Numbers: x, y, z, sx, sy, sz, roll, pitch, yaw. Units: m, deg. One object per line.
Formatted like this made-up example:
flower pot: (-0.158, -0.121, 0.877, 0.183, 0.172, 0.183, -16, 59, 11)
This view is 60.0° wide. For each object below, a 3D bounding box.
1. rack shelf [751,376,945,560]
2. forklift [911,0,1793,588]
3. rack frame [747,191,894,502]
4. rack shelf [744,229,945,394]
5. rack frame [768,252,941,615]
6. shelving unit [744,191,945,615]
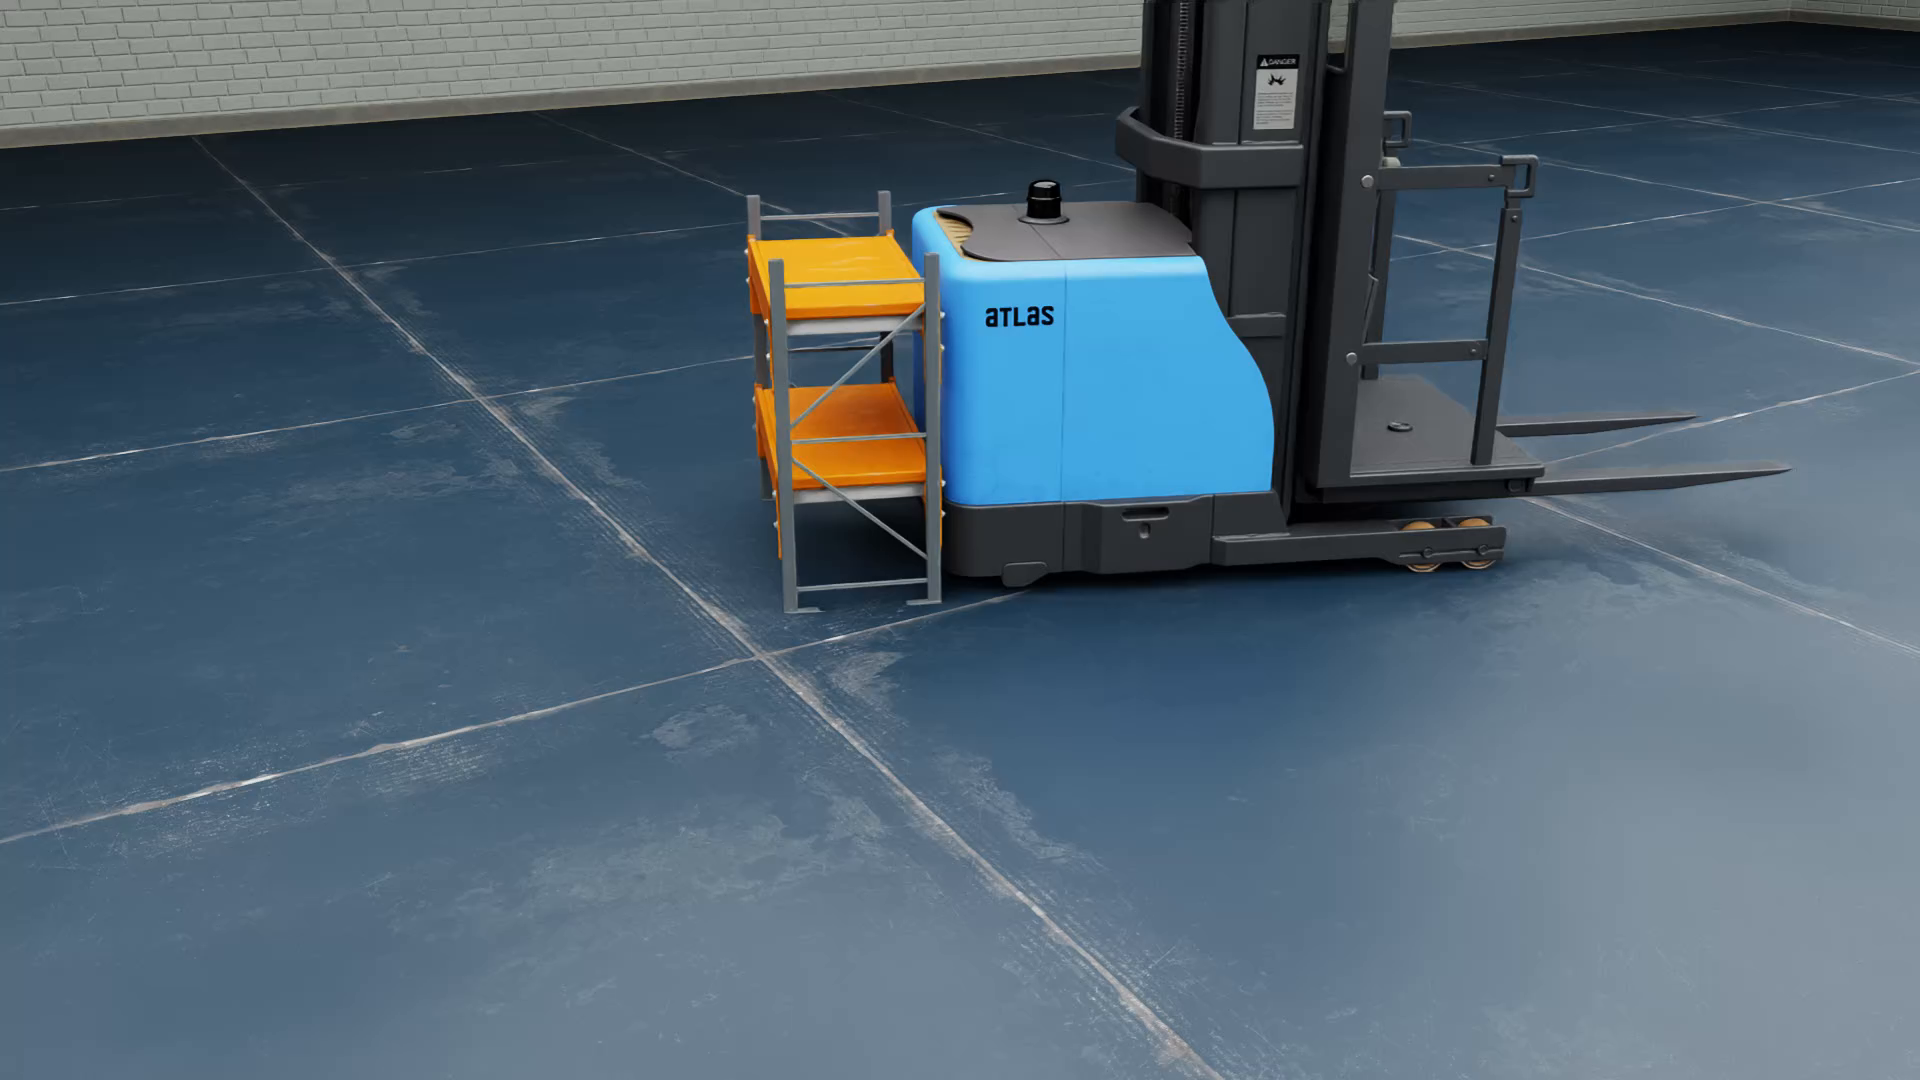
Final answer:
rack shelf: (-0.400, -0.269, 5.628, 0.538, 0.278, 1.000, -4, 22, -10)
forklift: (1.379, -1.443, 5.470, 3.031, 2.935, 1.130, -3, 22, -8)
rack frame: (-0.490, -0.684, 5.999, 0.500, 1.125, 0.032, -4, 22, -10)
rack shelf: (-0.400, -0.766, 5.426, 0.538, 0.278, 1.000, -4, 22, -10)
rack frame: (-0.309, -0.307, 5.073, 0.500, 1.125, 0.032, -4, 22, -10)
shelving unit: (-0.400, -0.495, 5.536, 0.538, 1.125, 1.048, -4, 22, -10)
